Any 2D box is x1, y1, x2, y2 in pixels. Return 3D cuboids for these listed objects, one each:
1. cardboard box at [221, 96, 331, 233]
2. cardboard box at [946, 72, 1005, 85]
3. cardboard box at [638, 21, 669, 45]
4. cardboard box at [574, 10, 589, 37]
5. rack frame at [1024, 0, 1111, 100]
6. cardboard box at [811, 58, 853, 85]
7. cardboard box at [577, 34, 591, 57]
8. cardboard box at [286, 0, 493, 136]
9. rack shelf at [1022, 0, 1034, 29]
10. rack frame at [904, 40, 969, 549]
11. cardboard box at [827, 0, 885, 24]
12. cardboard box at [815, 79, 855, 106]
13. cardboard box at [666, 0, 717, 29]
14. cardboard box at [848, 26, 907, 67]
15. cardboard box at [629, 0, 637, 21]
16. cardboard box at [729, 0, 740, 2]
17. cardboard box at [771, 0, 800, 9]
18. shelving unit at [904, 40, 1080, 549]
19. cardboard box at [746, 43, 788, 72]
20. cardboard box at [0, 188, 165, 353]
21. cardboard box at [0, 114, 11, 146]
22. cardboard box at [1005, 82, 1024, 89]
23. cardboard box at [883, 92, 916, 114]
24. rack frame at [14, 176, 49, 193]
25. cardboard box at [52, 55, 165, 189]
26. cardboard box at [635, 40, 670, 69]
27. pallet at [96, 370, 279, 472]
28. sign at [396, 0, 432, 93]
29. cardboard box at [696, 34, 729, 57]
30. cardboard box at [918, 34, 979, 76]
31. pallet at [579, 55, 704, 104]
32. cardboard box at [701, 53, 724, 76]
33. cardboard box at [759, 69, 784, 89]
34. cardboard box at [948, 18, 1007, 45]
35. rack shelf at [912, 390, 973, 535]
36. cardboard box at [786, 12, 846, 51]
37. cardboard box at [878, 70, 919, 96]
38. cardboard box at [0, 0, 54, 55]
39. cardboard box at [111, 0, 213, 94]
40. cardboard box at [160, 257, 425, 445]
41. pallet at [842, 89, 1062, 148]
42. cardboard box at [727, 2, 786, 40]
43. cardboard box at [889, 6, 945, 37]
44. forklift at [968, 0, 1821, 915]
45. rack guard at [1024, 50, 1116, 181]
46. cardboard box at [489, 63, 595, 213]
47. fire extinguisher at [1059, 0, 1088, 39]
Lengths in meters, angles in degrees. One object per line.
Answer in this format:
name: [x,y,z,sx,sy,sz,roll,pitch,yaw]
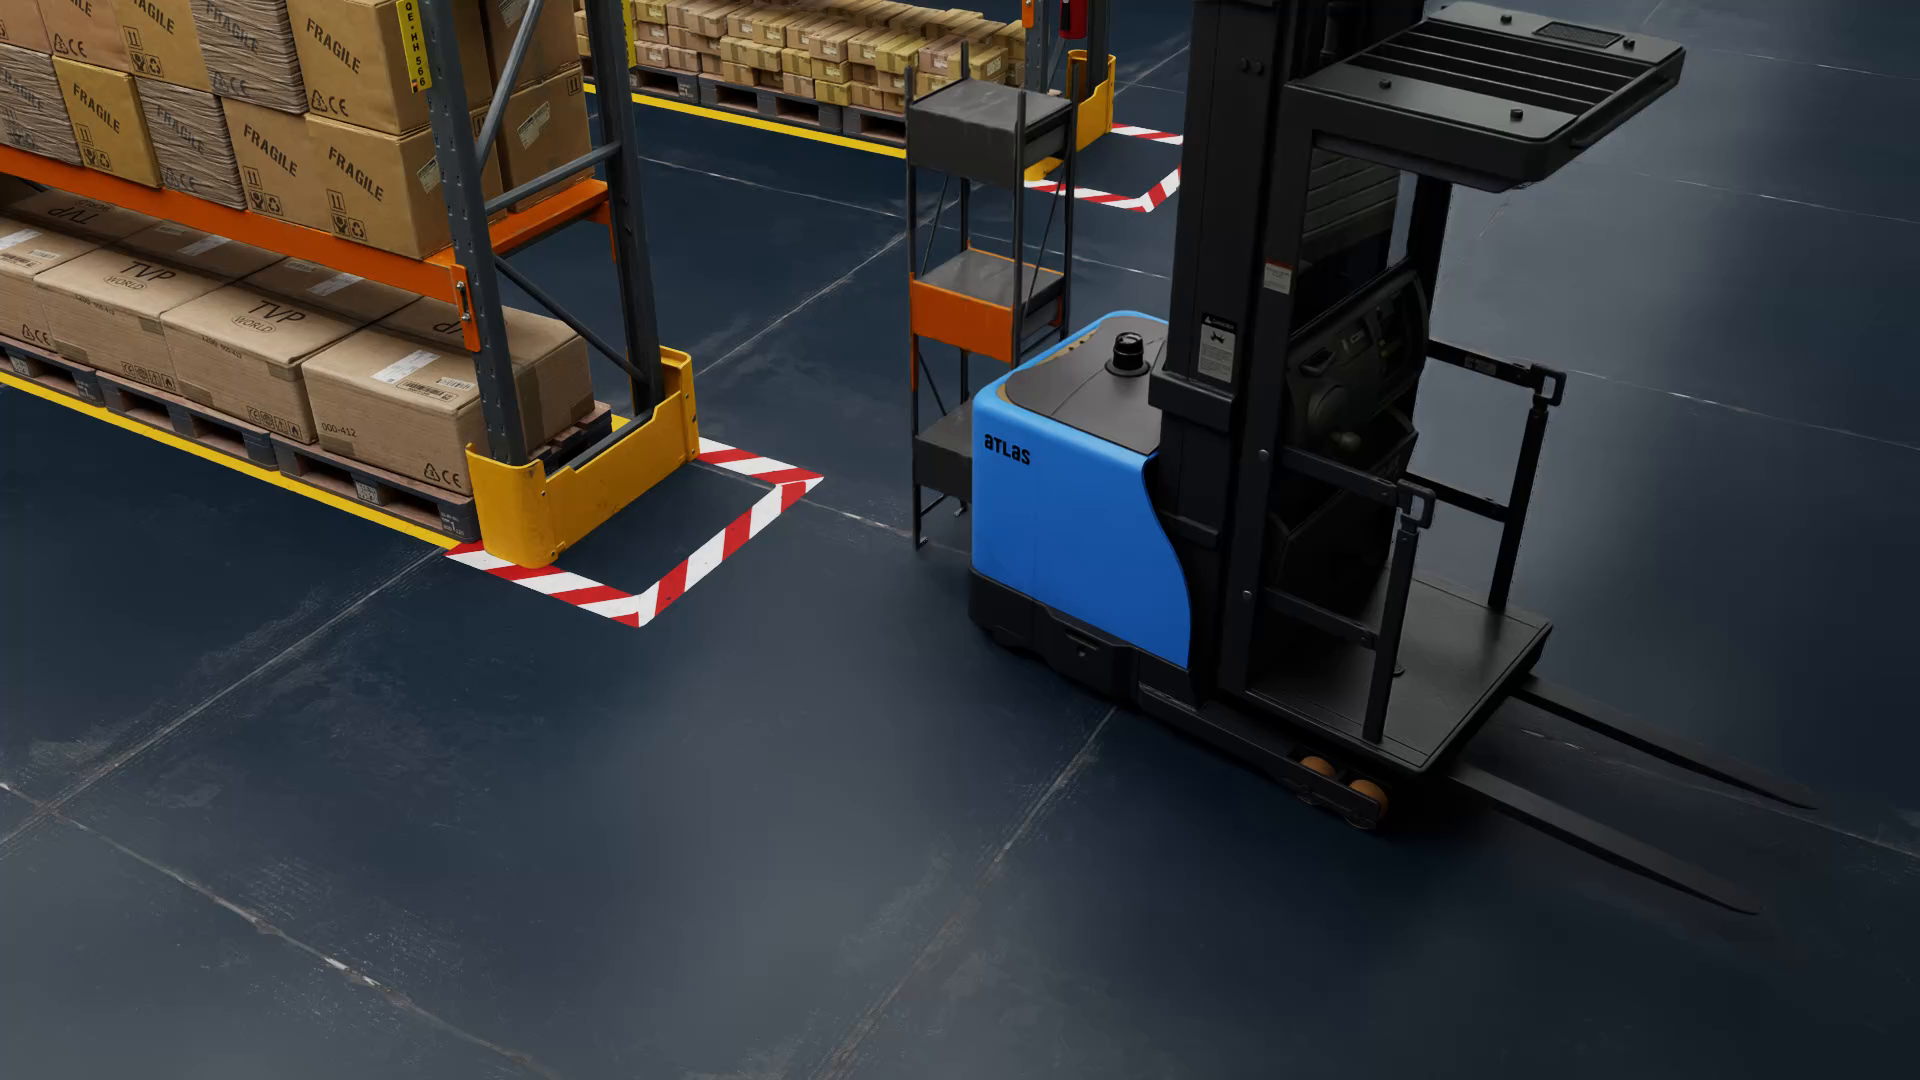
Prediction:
cardboard box: [-2.644,-1.638,6.914,0.500,0.500,0.500,17,37,23]
cardboard box: [0.103,-2.976,10.937,0.250,0.149,0.380,17,37,23]
cardboard box: [-2.120,-3.738,12.082,0.250,0.149,0.380,17,37,24]
cardboard box: [-2.614,-3.814,12.197,0.250,0.149,0.380,19,38,26]
rack frame: [0.703,-3.856,10.334,0.127,3.000,1.000,18,37,24]
cardboard box: [-0.805,-3.254,11.355,0.250,0.149,0.380,18,38,25]
cardboard box: [-2.613,-3.689,12.277,0.250,0.149,0.380,16,37,22]
cardboard box: [-2.202,-1.922,6.437,0.500,0.500,0.500,19,38,26]
rack shelf: [-1.033,-4.107,11.360,4.000,0.370,1.077,18,37,24]
rack frame: [-0.084,-0.929,6.751,0.015,2.100,0.400,21,39,28]
cardboard box: [-0.736,-3.752,11.834,0.250,0.149,0.380,18,38,25]
cardboard box: [-0.791,-3.126,11.432,0.250,0.149,0.380,16,37,22]
cardboard box: [-1.882,-3.786,11.886,0.250,0.149,0.380,17,37,23]
cardboard box: [-0.553,-3.324,11.192,0.250,0.149,0.380,16,37,23]
cardboard box: [-2.364,-3.893,12.046,0.250,0.149,0.380,20,38,27]
cardboard box: [-1.684,-3.994,12.198,0.250,0.149,0.380,19,38,26]
cardboard box: [-1.163,-3.896,12.051,0.250,0.149,0.380,16,37,23]
shelving unit: [0.117,-0.853,6.636,0.503,2.100,0.431,21,39,28]
cardboard box: [-1.271,-3.396,11.568,0.250,0.149,0.380,18,38,25]
cardboard box: [-4.646,-1.430,8.624,0.875,0.438,0.875,17,37,24]
cardboard box: [-4.426,-2.192,7.746,0.500,0.500,0.500,18,38,25]
cardboard box: [0.407,-3.142,11.456,0.250,0.149,0.380,18,38,25]
cardboard box: [-0.317,-3.025,11.279,0.250,0.149,0.380,17,37,24]
rack frame: [-5.138,-2.546,8.367,0.127,3.000,1.000,18,37,24]
cardboard box: [-3.550,-1.911,7.323,0.500,0.500,0.500,19,38,26]
cardboard box: [-2.140,-3.573,12.102,0.250,0.149,0.380,17,37,24]
pallet: [-3.453,-0.804,8.267,1.213,0.211,1.003,18,37,24]
sign: [-1.947,-1.769,5.942,0.005,0.325,0.100,18,37,24]
cardboard box: [-1.660,-3.576,11.838,0.250,0.149,0.380,19,38,27]
cardboard box: [-0.072,-3.212,11.024,0.250,0.149,0.380,18,38,25]
pallet: [-2.169,-3.628,12.507,1.213,0.211,1.003,18,37,24]
cardboard box: [-1.644,-3.470,11.948,0.250,0.149,0.380,16,37,22]
cardboard box: [-1.200,-3.317,11.718,0.250,0.149,0.380,19,38,26]
cardboard box: [0.118,-3.417,11.332,0.250,0.149,0.380,18,38,25]
rack shelf: [0.117,-0.259,7.032,0.480,0.518,0.431,21,39,28]
cardboard box: [-0.988,-3.497,11.451,0.250,0.149,0.380,16,37,23]
cardboard box: [-0.349,-3.118,11.151,0.250,0.149,0.380,16,37,23]
cardboard box: [-3.970,-2.468,7.258,0.500,0.500,0.500,18,38,25]
cardboard box: [-3.098,-2.189,6.839,0.500,0.500,0.500,17,37,24]
cardboard box: [-3.087,-0.935,7.881,0.875,0.438,0.875,19,38,26]
pallet: [-0.051,-2.957,11.500,1.213,0.211,1.003,18,37,24]
cardboard box: [-1.424,-3.642,11.669,0.250,0.149,0.380,16,37,22]
cardboard box: [-0.294,-3.577,11.571,0.250,0.149,0.380,16,37,22]
forklift: [1.492,-0.555,5.440,3.031,2.935,1.130,24,41,32]
rack guard: [0.637,-2.836,11.058,0.348,0.500,1.175,18,37,24]
cardboard box: [-1.939,-1.758,7.093,0.500,0.500,0.500,17,37,24]
fire extinguisher: [0.693,-3.377,10.021,0.183,0.674,0.296,18,37,24]
